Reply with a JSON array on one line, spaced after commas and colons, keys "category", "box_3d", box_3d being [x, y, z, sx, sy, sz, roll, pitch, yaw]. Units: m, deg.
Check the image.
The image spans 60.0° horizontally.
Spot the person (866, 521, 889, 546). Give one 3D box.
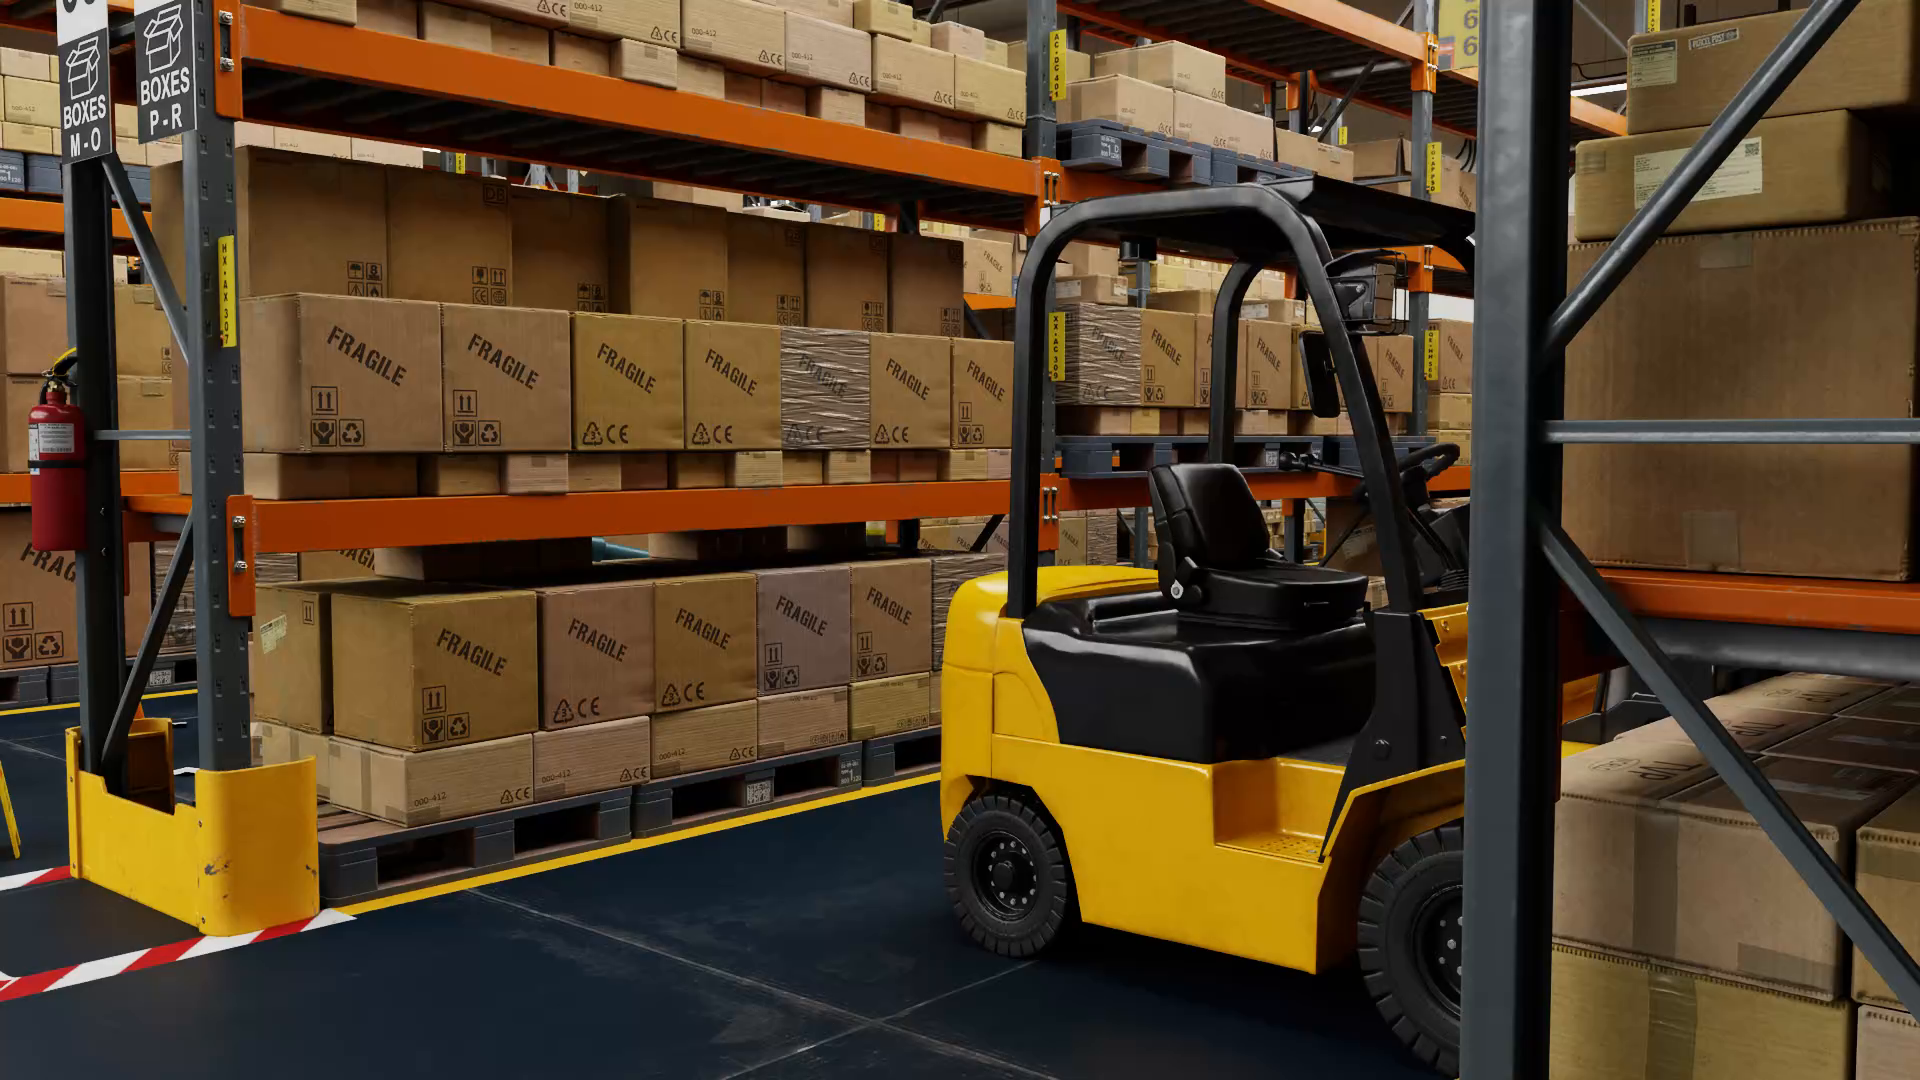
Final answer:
[{"category": "person", "box_3d": [-0.687, -0.046, 11.262, 0.471, 1.805, 0.632, 3, 4, 37]}]
